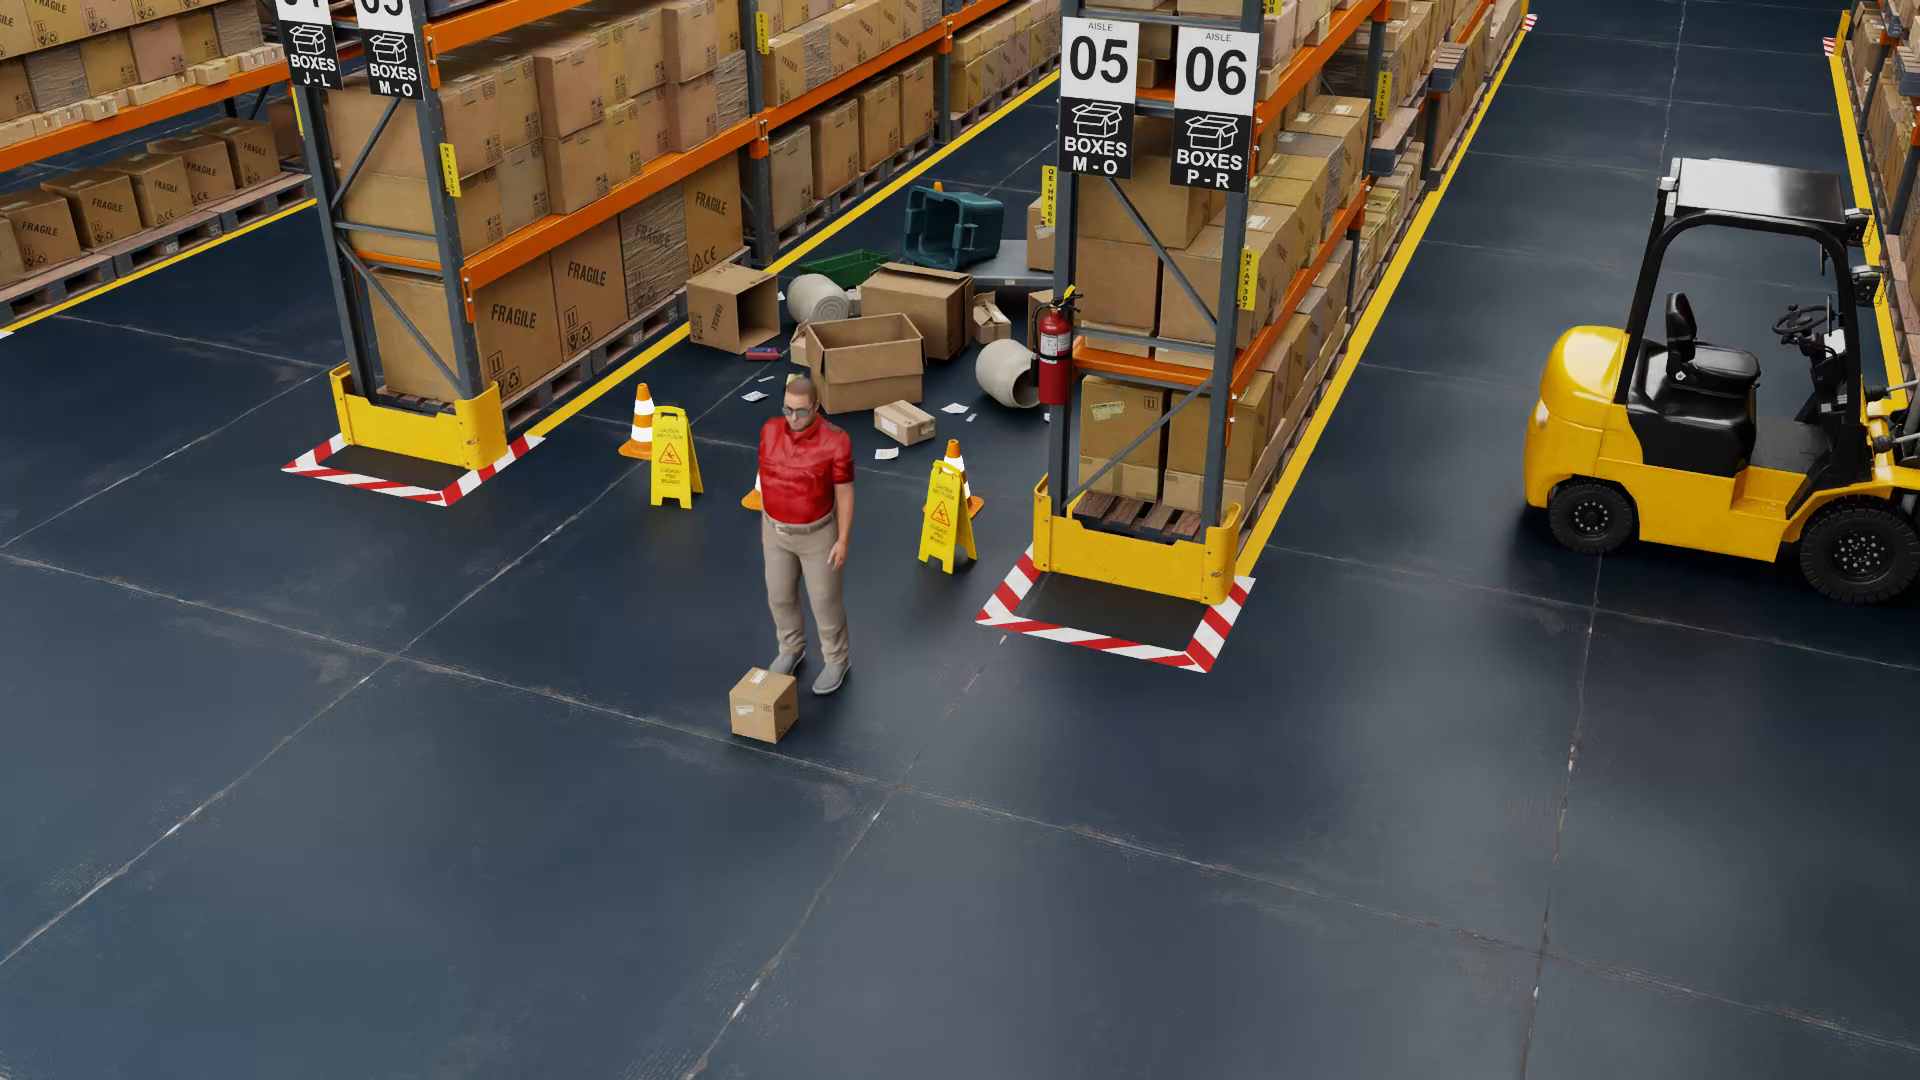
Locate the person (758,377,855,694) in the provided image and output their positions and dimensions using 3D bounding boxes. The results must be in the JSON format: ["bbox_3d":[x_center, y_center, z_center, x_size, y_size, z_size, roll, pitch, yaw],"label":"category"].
[{"bbox_3d":[-0.792,-0.021,8.463,0.528,1.721,0.354,12,32,20],"label":"person"}]
